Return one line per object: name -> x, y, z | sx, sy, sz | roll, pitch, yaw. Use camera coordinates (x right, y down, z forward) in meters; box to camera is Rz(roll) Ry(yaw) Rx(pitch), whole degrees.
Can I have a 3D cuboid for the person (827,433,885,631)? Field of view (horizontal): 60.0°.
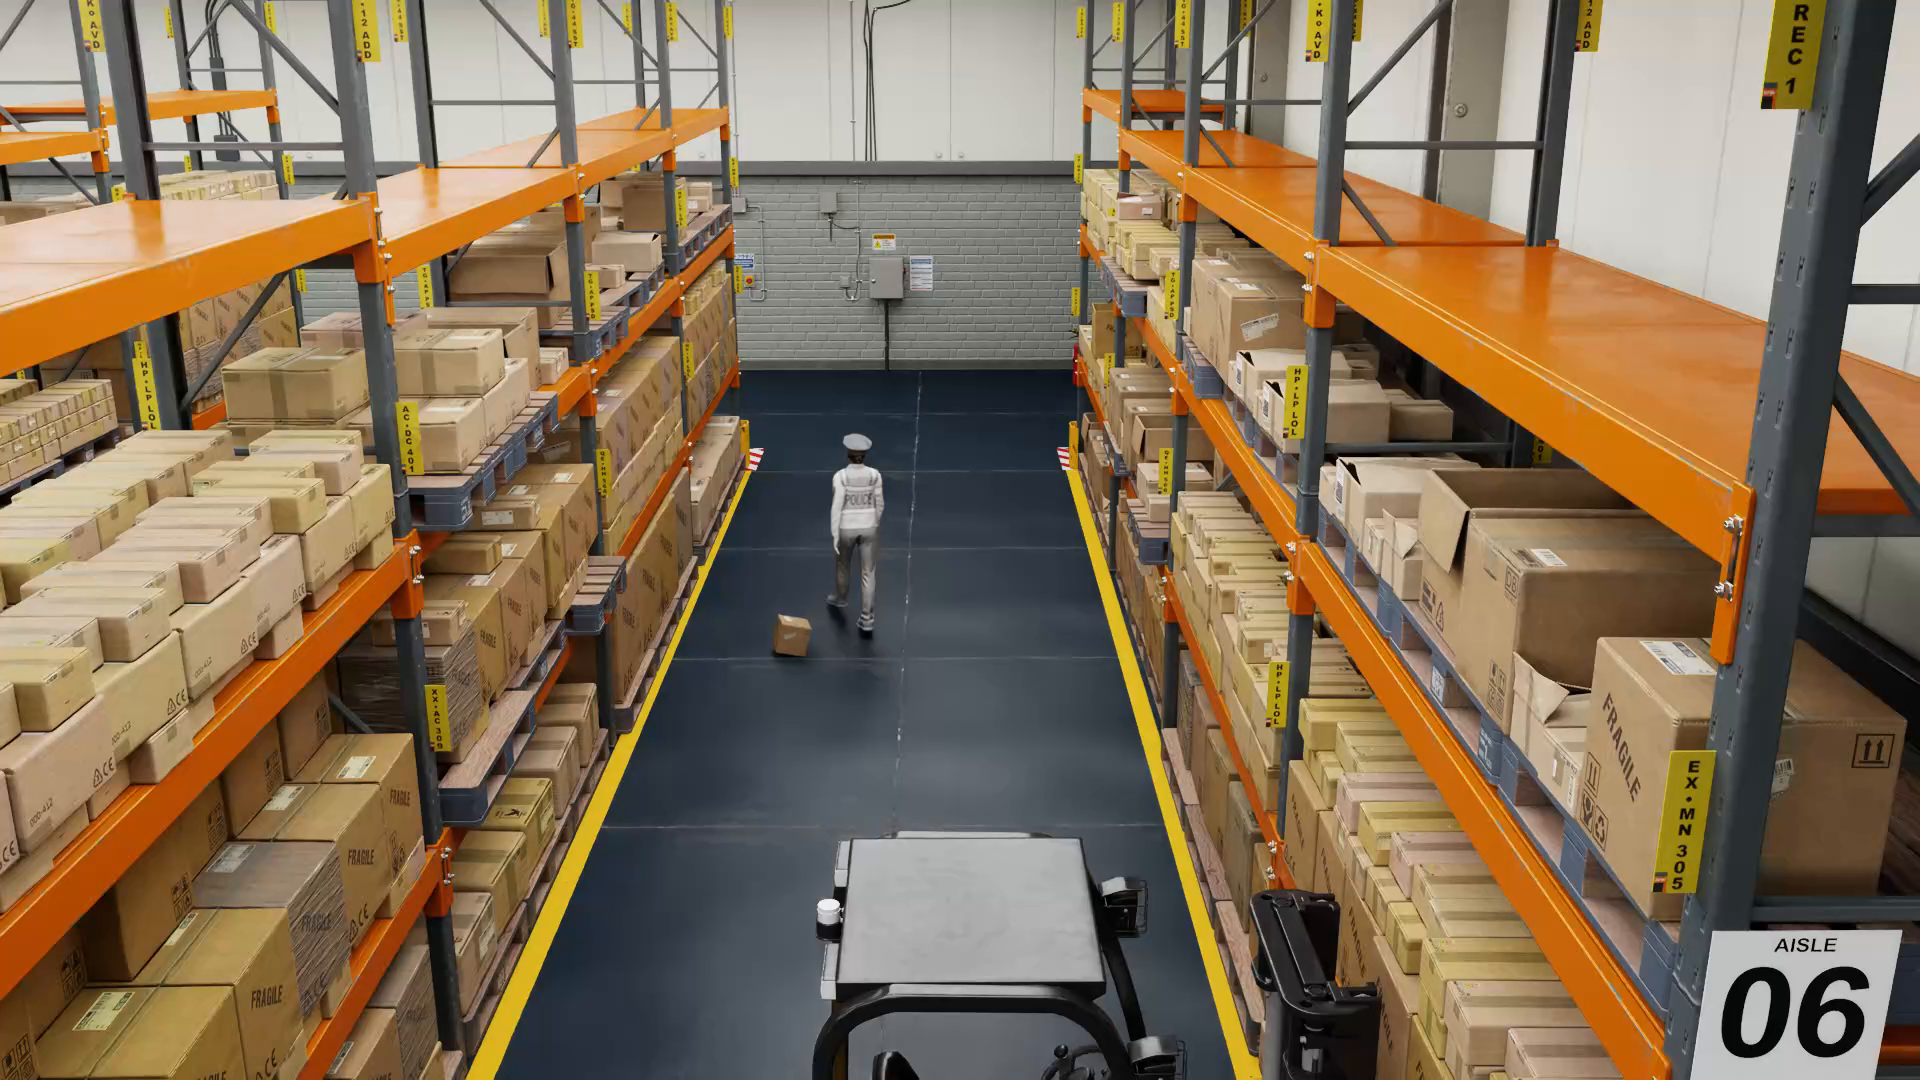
person -> -0.890, -0.111, 14.333 | 0.488, 1.623, 0.943 | -4, 18, -12
